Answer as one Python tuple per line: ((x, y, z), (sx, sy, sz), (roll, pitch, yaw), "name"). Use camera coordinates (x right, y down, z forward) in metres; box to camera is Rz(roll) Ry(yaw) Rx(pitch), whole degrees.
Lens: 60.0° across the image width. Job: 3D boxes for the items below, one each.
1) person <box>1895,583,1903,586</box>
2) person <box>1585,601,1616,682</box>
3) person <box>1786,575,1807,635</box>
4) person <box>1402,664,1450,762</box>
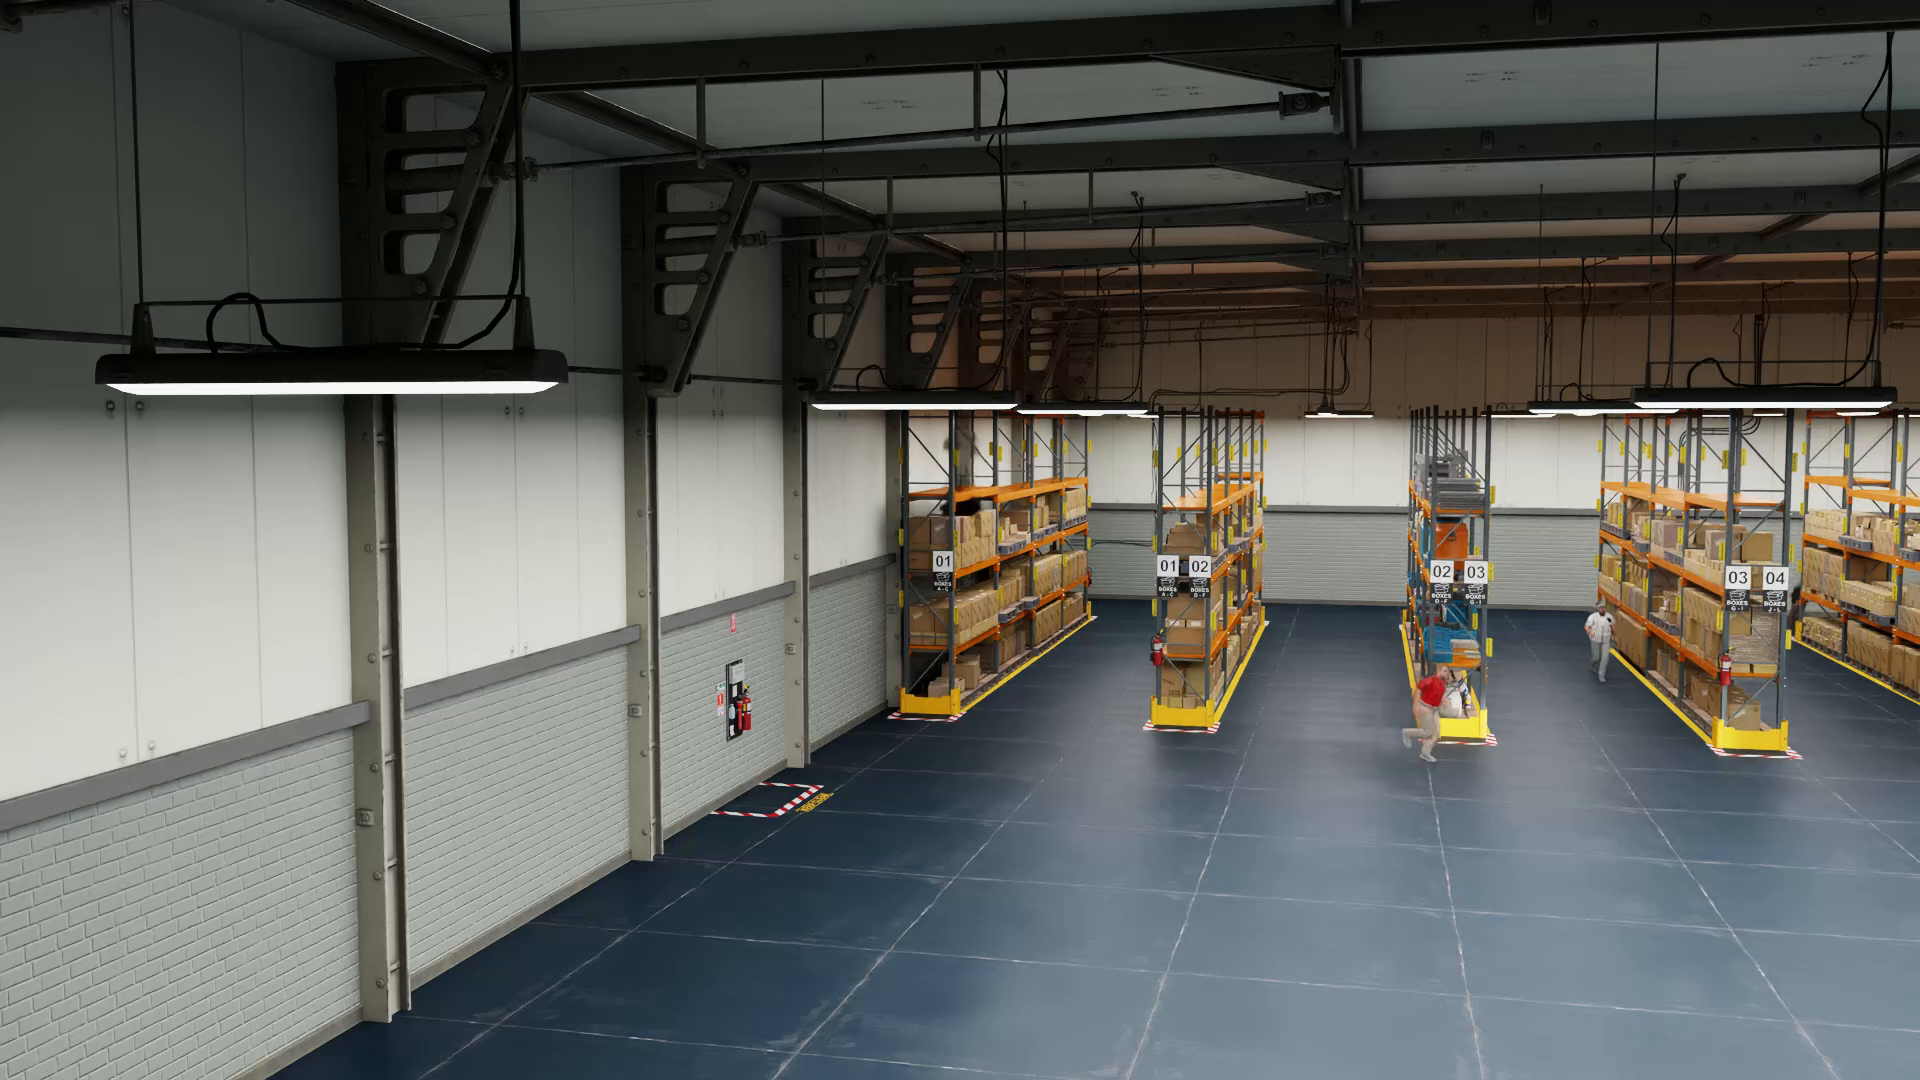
((23.915, 1.892, 42.347), (0.614, 1.682, 0.806), (-1, 4, -10), "person")
((14.198, 2.229, 36.860), (0.673, 1.790, 0.814), (1, 4, 9), "person")
((22.342, 1.711, 44.337), (0.738, 1.663, 0.711), (1, 4, 12), "person")
((7.883, 2.902, 28.128), (0.778, 1.667, 0.658), (3, 5, 40), "person")
